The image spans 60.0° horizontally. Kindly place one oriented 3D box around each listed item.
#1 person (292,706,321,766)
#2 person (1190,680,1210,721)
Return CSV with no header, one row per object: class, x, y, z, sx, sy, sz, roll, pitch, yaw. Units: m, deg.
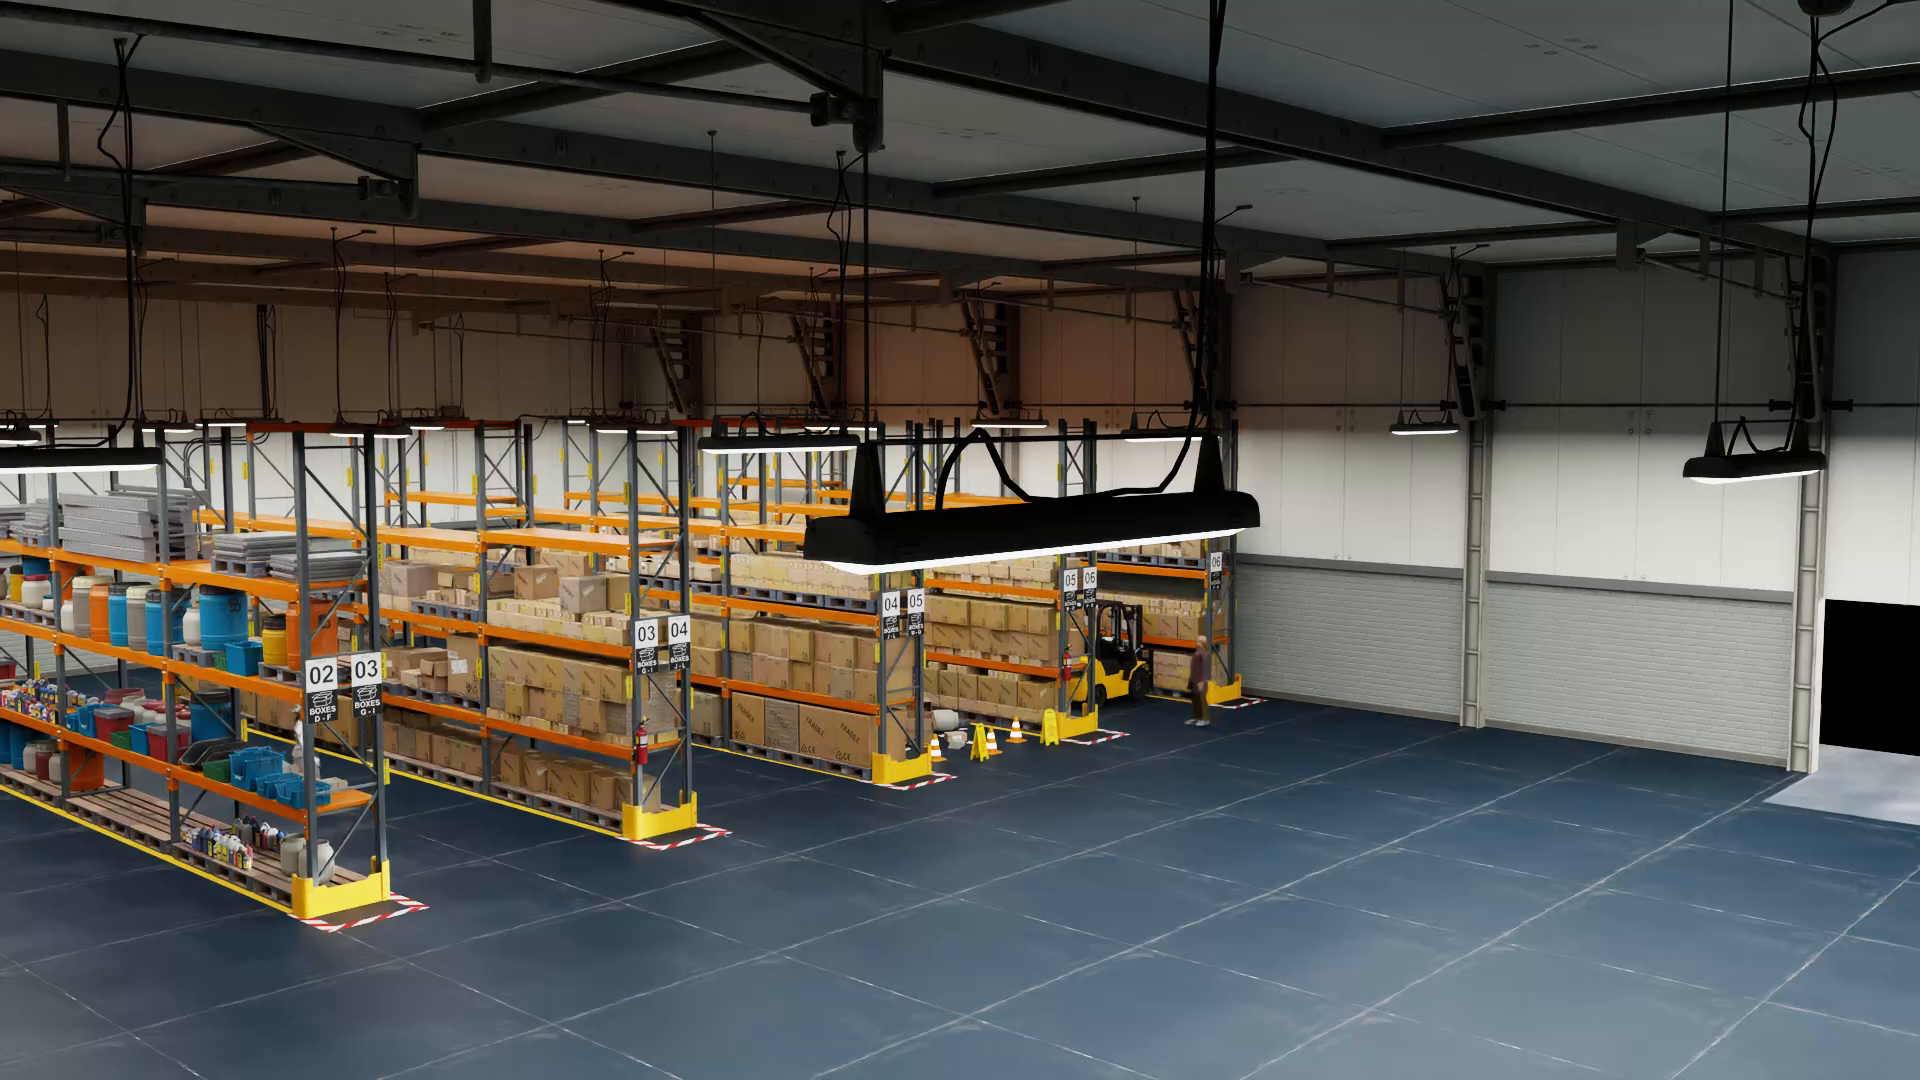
person,-10.190,3.071,25.952,0.560,0.994,0.560,0,5,1
person,4.732,3.063,32.804,0.370,1.001,0.393,-1,5,-17
